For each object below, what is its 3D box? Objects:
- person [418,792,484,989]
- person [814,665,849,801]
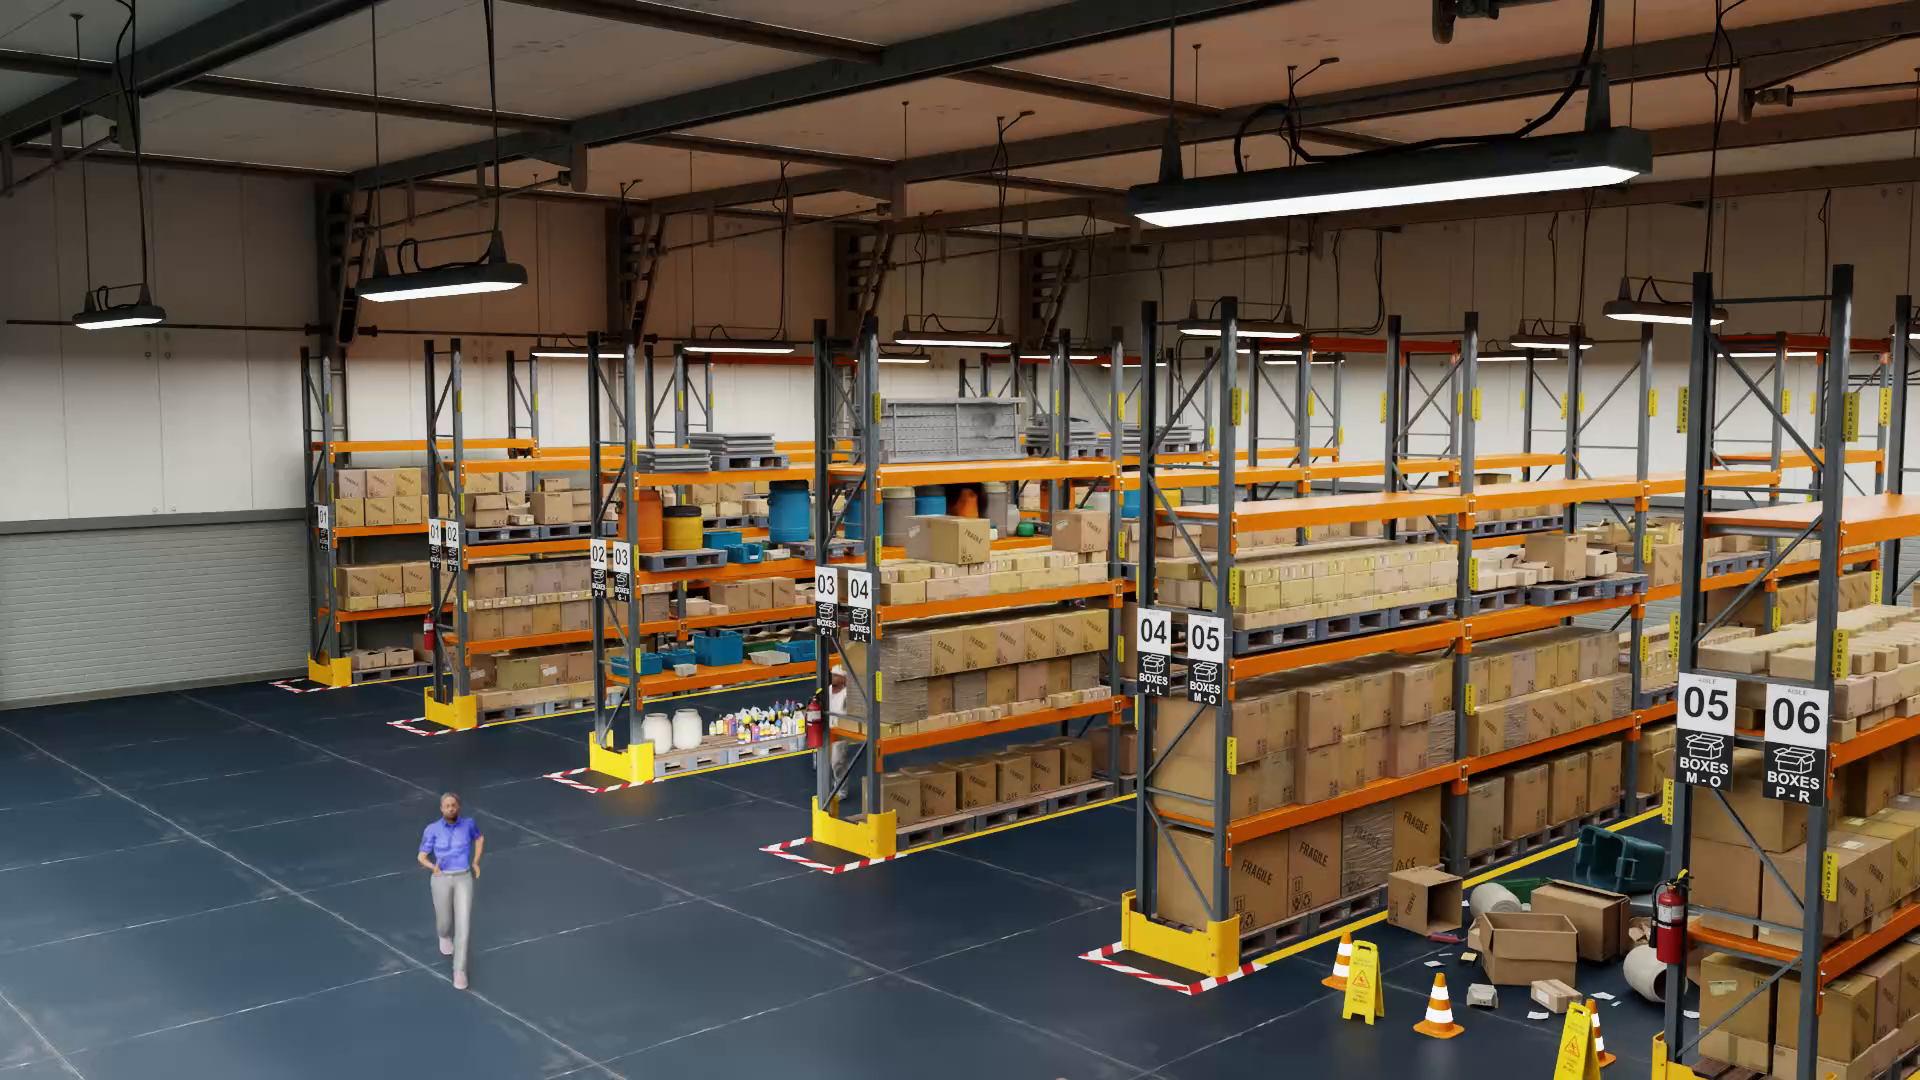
[{"bbox_3d":[-4.516,3.048,14.743,0.545,1.654,0.892,-2,5,-22],"label":"person"},{"bbox_3d":[-1.585,2.445,21.070,0.683,1.734,0.592,4,6,36],"label":"person"}]
